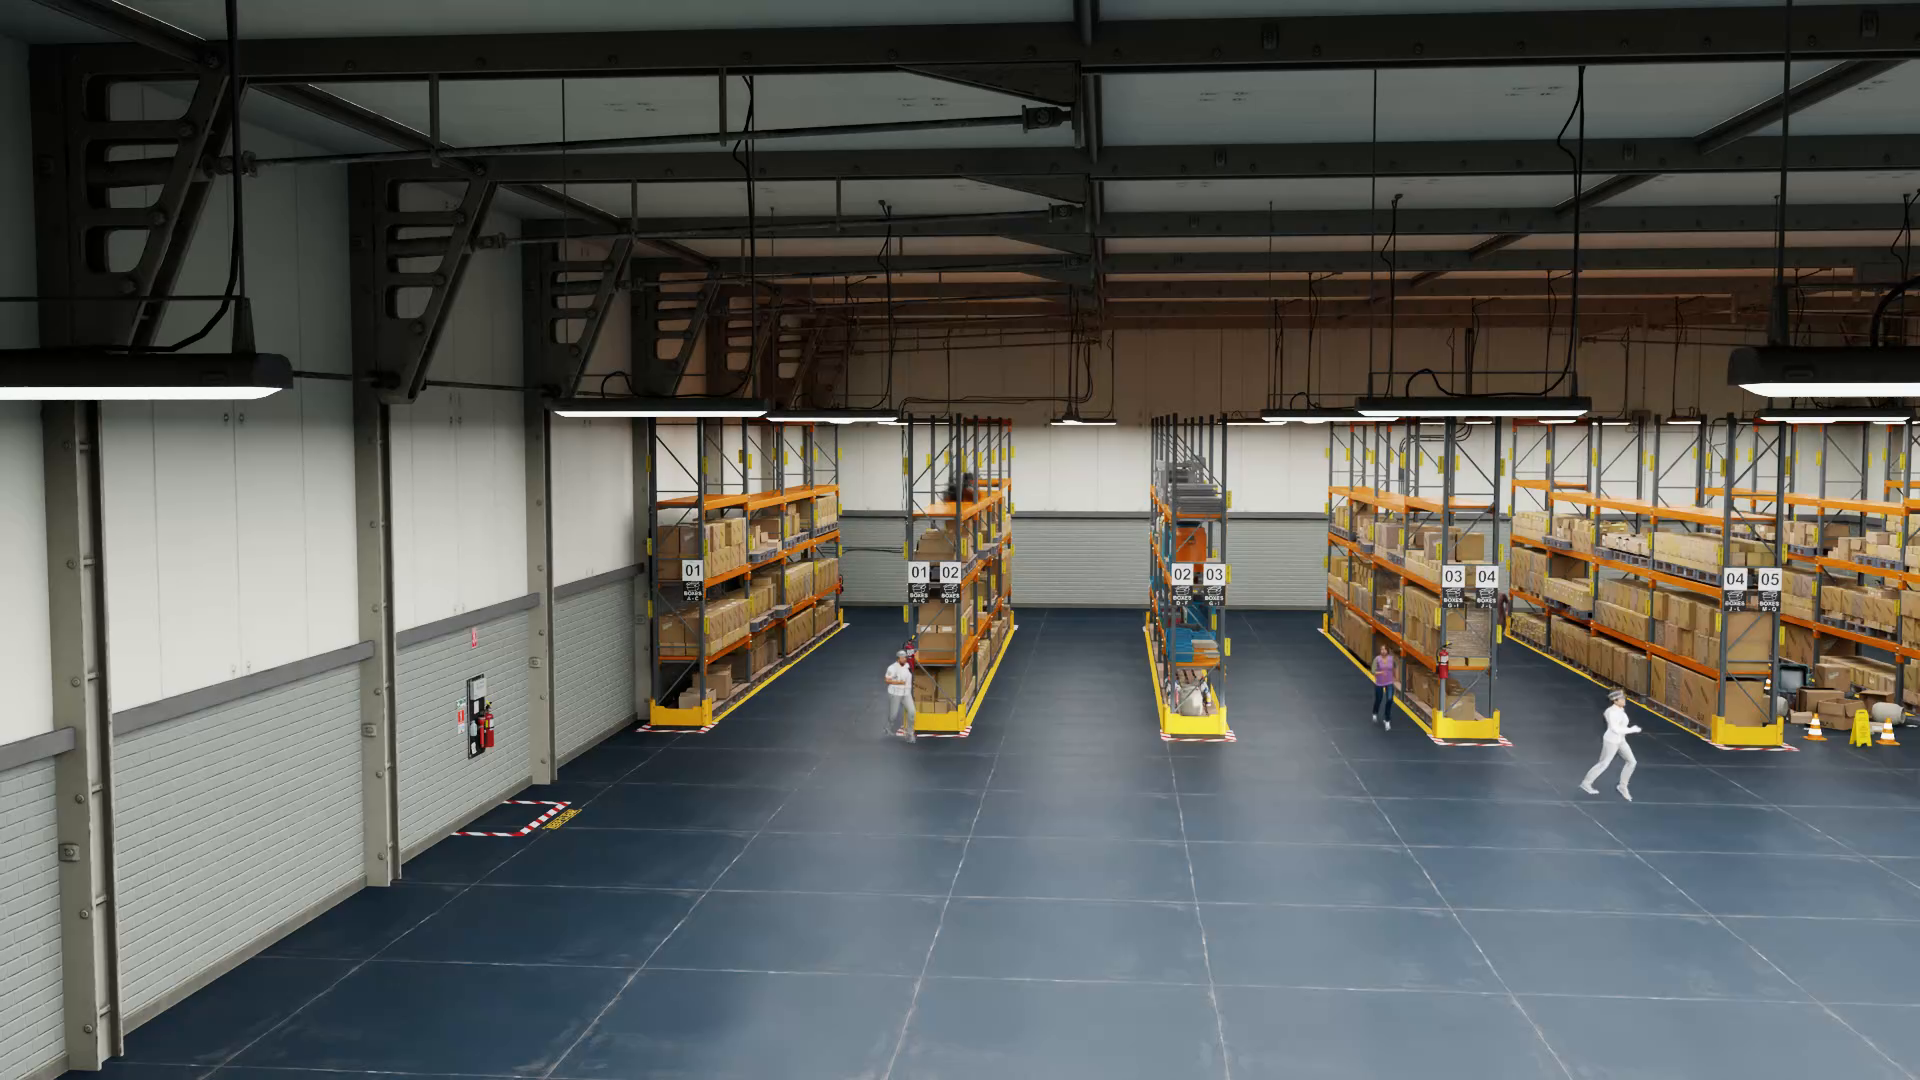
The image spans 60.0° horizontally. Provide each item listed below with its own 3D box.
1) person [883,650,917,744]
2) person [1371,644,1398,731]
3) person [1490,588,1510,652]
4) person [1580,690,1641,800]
[{"bbox_3d":[-1.112,2.857,30.454,0.626,1.699,0.809,-2,5,-32],"label":"person"},{"bbox_3d":[8.103,2.796,31.777,0.542,1.613,0.845,0,4,7],"label":"person"},{"bbox_3d":[13.701,1.991,42.506,0.722,1.735,0.660,1,4,10],"label":"person"},{"bbox_3d":[10.085,3.150,25.698,0.866,1.729,0.605,3,5,38],"label":"person"}]
